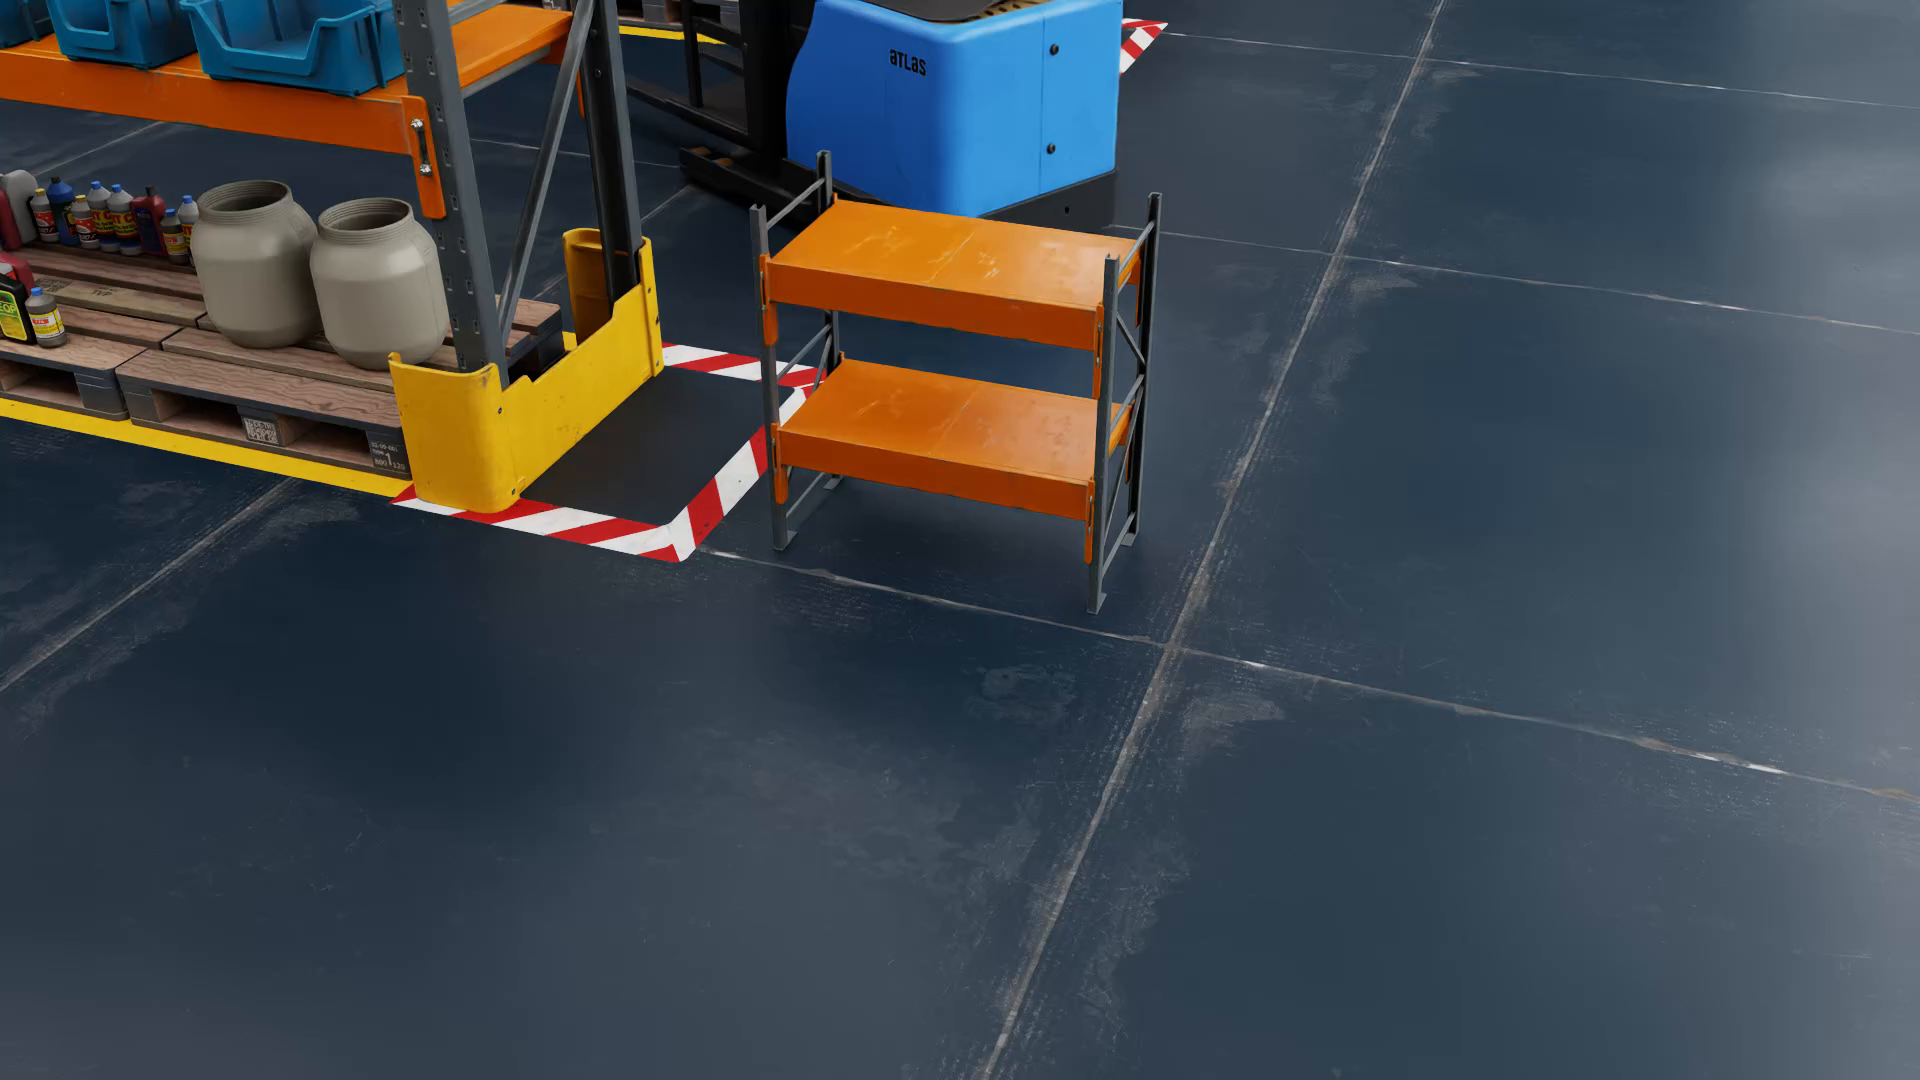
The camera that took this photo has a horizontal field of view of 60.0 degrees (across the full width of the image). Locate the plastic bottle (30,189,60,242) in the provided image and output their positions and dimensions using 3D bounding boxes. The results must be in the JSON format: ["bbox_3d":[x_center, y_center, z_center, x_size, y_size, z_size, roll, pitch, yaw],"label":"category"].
[{"bbox_3d":[-3.673,-1.312,6.690,0.097,0.201,0.097,0,33,0],"label":"plastic bottle"}]

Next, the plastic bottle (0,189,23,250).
[{"bbox_3d":[-3.828,-1.299,6.596,0.133,0.283,0.061,11,34,16],"label":"plastic bottle"}]

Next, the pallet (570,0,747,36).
[{"bbox_3d":[-1.665,-3.437,10.379,1.213,0.211,1.003,11,34,16],"label":"pallet"}]

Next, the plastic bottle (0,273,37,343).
[{"bbox_3d":[-3.360,-0.843,5.888,0.133,0.283,0.061,12,35,18],"label":"plastic bottle"}]

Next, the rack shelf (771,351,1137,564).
[{"bbox_3d":[-0.006,-0.268,5.079,1.000,0.278,0.538,11,34,16],"label":"rack shelf"}]

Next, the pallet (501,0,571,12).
[{"bbox_3d":[-2.818,-3.659,10.723,1.213,0.211,1.003,11,34,16],"label":"pallet"}]

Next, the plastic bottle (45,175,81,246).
[{"bbox_3d":[-3.577,-1.322,6.642,0.097,0.271,0.097,0,33,0],"label":"plastic bottle"}]

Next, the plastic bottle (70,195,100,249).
[{"bbox_3d":[-3.479,-1.274,6.632,0.097,0.201,0.097,0,33,0],"label":"plastic bottle"}]

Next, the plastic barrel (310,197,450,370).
[{"bbox_3d":[-2.013,-0.887,5.765,0.421,0.512,0.421,0,33,0],"label":"plastic barrel"}]

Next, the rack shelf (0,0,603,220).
[{"bbox_3d":[-3.250,-1.738,5.840,4.000,0.370,1.077,11,34,16],"label":"rack shelf"}]

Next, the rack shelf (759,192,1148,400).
[{"bbox_3d":[-0.006,-0.720,4.788,1.000,0.278,0.538,11,34,16],"label":"rack shelf"}]

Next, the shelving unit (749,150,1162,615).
[{"bbox_3d":[-0.006,-0.474,4.947,1.048,1.125,0.538,11,34,16],"label":"shelving unit"}]

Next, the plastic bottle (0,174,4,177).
[{"bbox_3d":[-3.945,-1.414,6.711,0.185,0.351,0.144,11,34,16],"label":"plastic bottle"}]

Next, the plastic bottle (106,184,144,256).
[{"bbox_3d":[-3.292,-1.267,6.557,0.097,0.271,0.097,0,33,0],"label":"plastic bottle"}]

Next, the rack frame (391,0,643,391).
[{"bbox_3d":[-1.367,-1.675,5.078,0.127,3.000,1.000,11,34,16],"label":"rack frame"}]

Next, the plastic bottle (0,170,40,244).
[{"bbox_3d":[-3.793,-1.351,6.682,0.135,0.276,0.152,12,35,17],"label":"plastic bottle"}]

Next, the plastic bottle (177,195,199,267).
[{"bbox_3d":[-2.969,-1.204,6.459,0.097,0.271,0.097,0,33,0],"label":"plastic bottle"}]

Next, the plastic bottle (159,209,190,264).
[{"bbox_3d":[-3.066,-1.194,6.508,0.097,0.201,0.097,0,33,0],"label":"plastic bottle"}]

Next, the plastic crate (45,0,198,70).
[{"bbox_3d":[-2.549,-1.673,5.213,0.408,0.251,0.499,11,34,16],"label":"plastic crate"}]

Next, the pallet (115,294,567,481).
[{"bbox_3d":[-2.218,-0.645,6.054,1.213,0.211,1.003,11,34,16],"label":"pallet"}]

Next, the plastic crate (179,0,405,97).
[{"bbox_3d":[-1.939,-1.551,5.024,0.616,0.251,0.499,11,34,16],"label":"plastic crate"}]

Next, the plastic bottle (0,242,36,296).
[{"bbox_3d":[-3.437,-0.945,6.047,0.133,0.283,0.061,11,34,16],"label":"plastic bottle"}]

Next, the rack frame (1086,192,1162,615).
[{"bbox_3d":[0.472,-0.381,4.803,0.032,1.125,0.500,11,34,16],"label":"rack frame"}]

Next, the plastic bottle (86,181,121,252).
[{"bbox_3d":[-3.386,-1.285,6.585,0.097,0.271,0.097,0,33,0],"label":"plastic bottle"}]

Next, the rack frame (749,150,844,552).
[{"bbox_3d":[-0.485,-0.567,5.091,0.032,1.125,0.500,11,34,16],"label":"rack frame"}]

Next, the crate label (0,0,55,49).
[{"bbox_3d":[-3.191,-1.888,5.377,0.616,0.435,0.502,11,34,16],"label":"crate label"}]

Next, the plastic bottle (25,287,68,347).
[{"bbox_3d":[-3.244,-0.796,5.892,0.097,0.201,0.097,0,33,0],"label":"plastic bottle"}]

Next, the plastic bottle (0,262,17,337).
[{"bbox_3d":[-3.472,-0.888,5.965,0.135,0.276,0.152,11,35,17],"label":"plastic bottle"}]

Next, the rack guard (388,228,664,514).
[{"bbox_3d":[-1.455,-0.614,5.741,0.348,0.500,1.175,11,34,16],"label":"rack guard"}]

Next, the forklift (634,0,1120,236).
[{"bbox_3d":[-0.591,-3.015,7.218,1.130,2.935,3.031,-20,38,-28],"label":"forklift"}]

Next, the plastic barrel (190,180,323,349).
[{"bbox_3d":[-2.484,-0.979,5.908,0.421,0.512,0.421,0,33,0],"label":"plastic barrel"}]

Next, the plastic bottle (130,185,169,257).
[{"bbox_3d":[-3.176,-1.260,6.535,0.133,0.283,0.061,12,35,17],"label":"plastic bottle"}]

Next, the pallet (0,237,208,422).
[{"bbox_3d":[-3.362,-0.869,6.401,1.213,0.211,1.003,11,34,16],"label":"pallet"}]
